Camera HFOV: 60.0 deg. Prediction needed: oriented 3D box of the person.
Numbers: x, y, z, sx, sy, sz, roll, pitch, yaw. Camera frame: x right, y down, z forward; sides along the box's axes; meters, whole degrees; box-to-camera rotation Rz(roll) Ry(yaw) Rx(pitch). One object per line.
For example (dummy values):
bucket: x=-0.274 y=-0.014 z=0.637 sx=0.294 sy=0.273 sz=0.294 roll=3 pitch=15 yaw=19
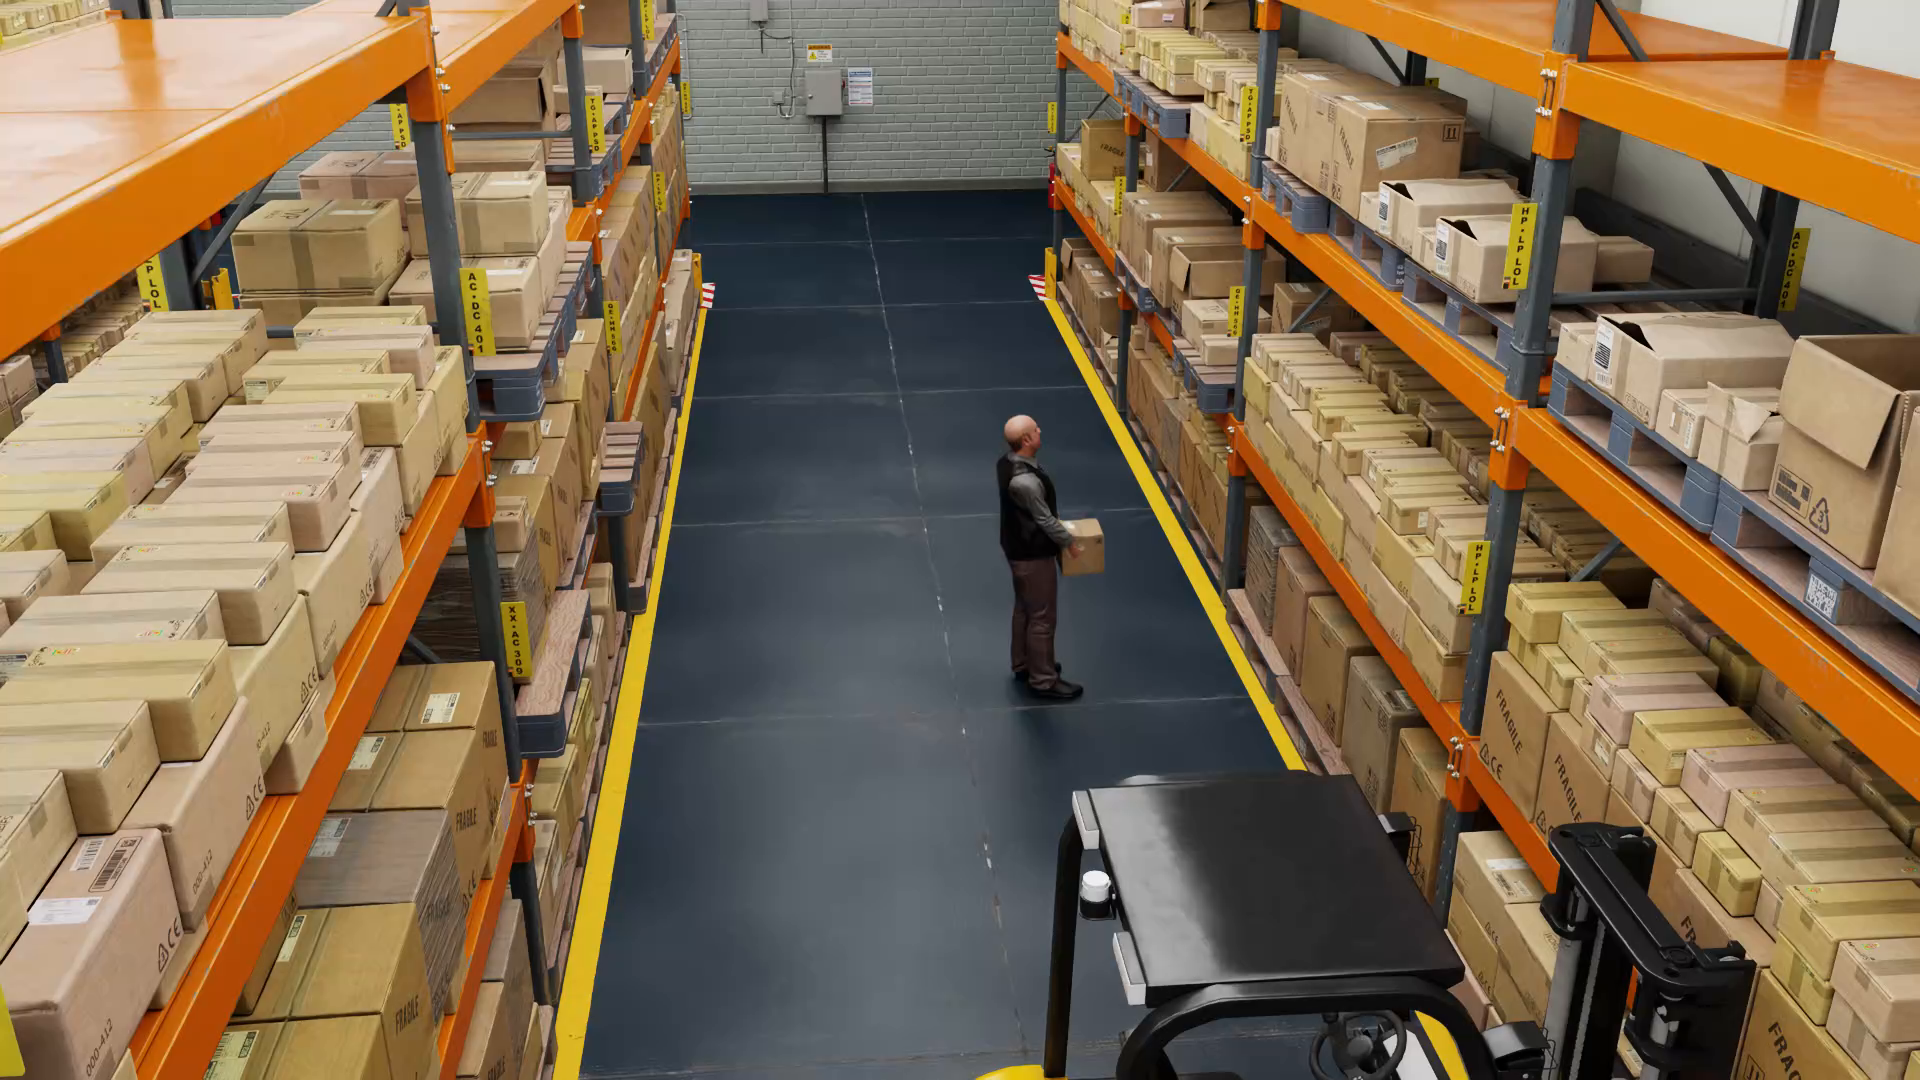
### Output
person: x=0.483 y=0.079 z=9.944 sx=0.521 sy=1.726 sz=0.546 roll=-4 pitch=24 yaw=-9
